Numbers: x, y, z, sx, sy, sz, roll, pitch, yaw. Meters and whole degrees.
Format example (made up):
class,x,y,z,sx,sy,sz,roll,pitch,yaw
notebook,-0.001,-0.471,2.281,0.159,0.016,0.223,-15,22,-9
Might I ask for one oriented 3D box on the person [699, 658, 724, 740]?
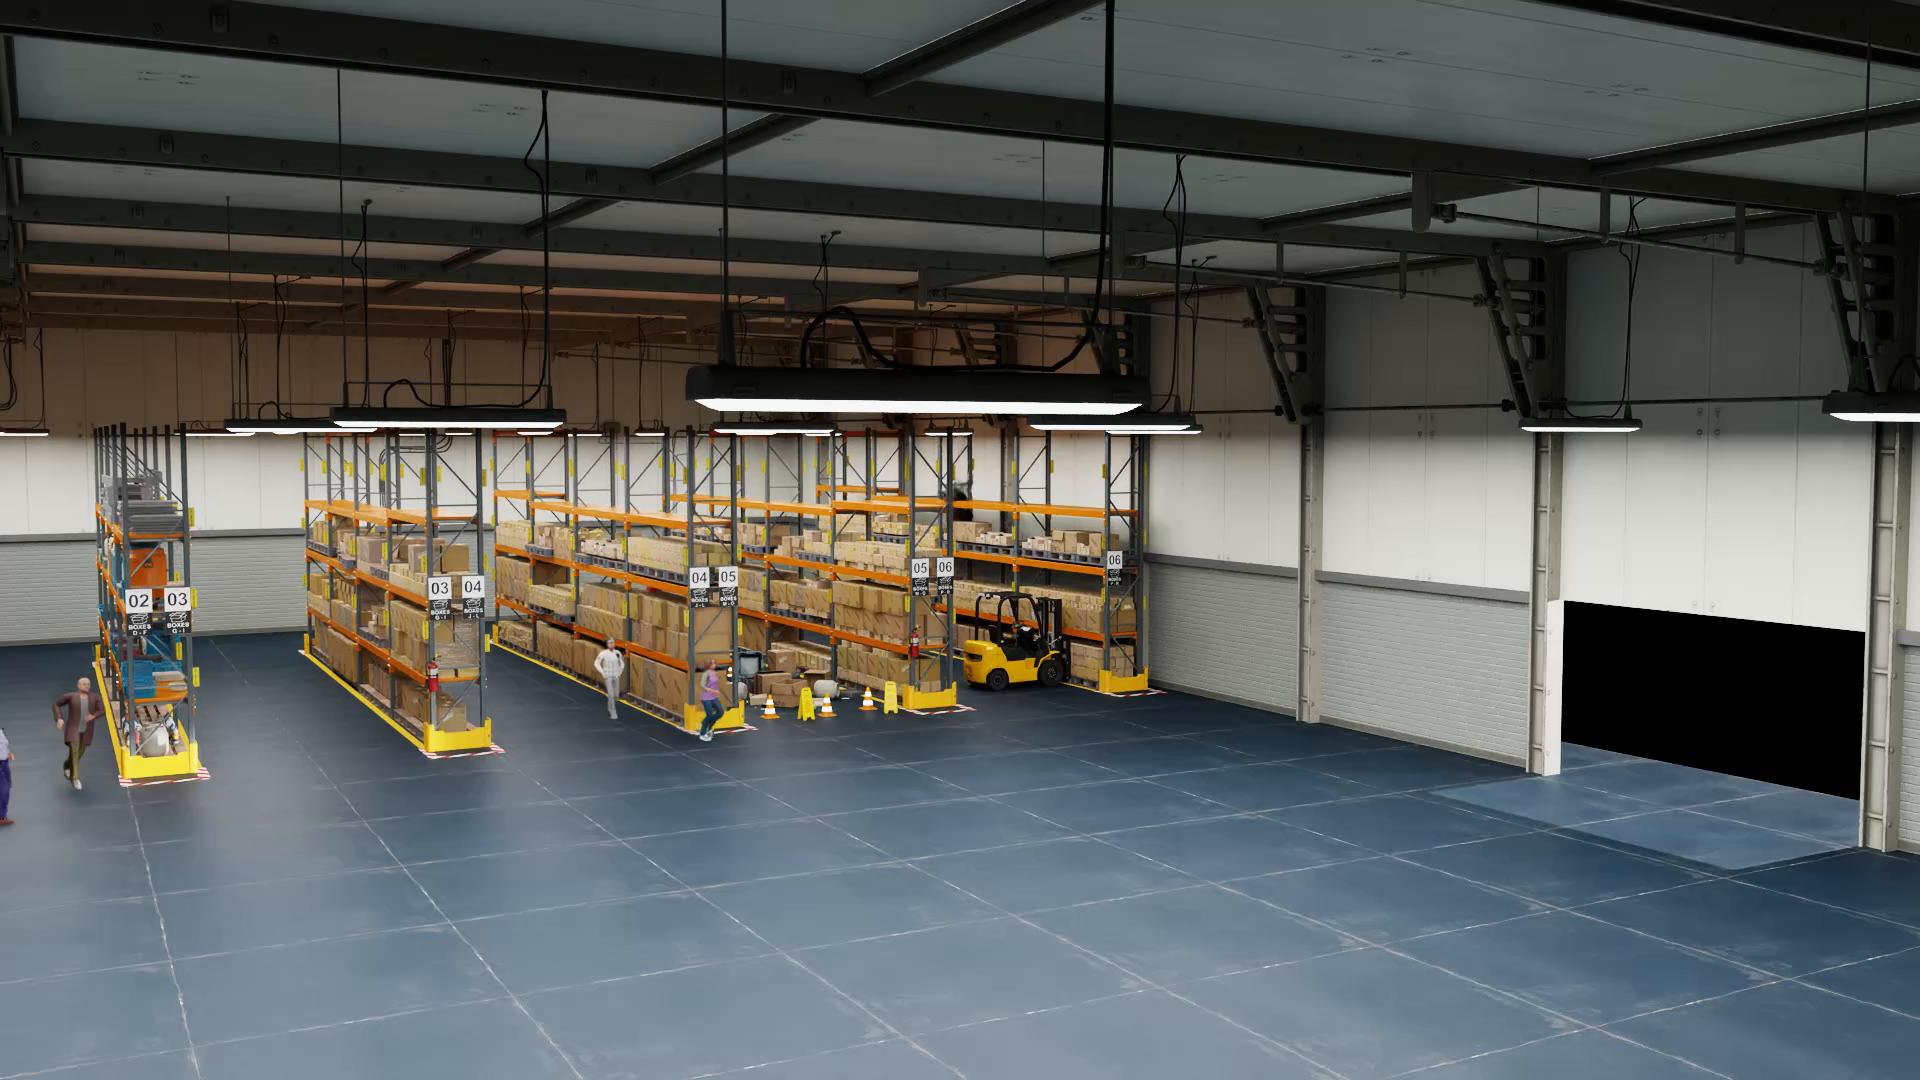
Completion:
class,x,y,z,sx,sy,sz,roll,pitch,yaw
person,-4.721,3.022,31.580,0.564,1.567,0.547,2,4,26

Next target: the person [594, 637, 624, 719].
class,x,y,z,sx,sy,sz,roll,pitch,yaw
person,-7.221,2.819,34.286,0.627,1.674,0.657,-2,4,-31

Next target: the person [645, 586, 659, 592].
class,x,y,z,sx,sy,sz,roll,pitch,yaw
person,-9.364,1.841,50.381,0.654,1.690,0.716,-1,4,-21

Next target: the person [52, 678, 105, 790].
class,x,y,z,sx,sy,sz,roll,pitch,yaw
person,-14.593,3.175,27.597,1.028,1.783,0.749,3,5,44

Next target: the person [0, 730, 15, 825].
class,x,y,z,sx,sy,sz,roll,pitch,yaw
person,-14.432,3.424,24.796,0.674,1.637,0.602,0,3,5
